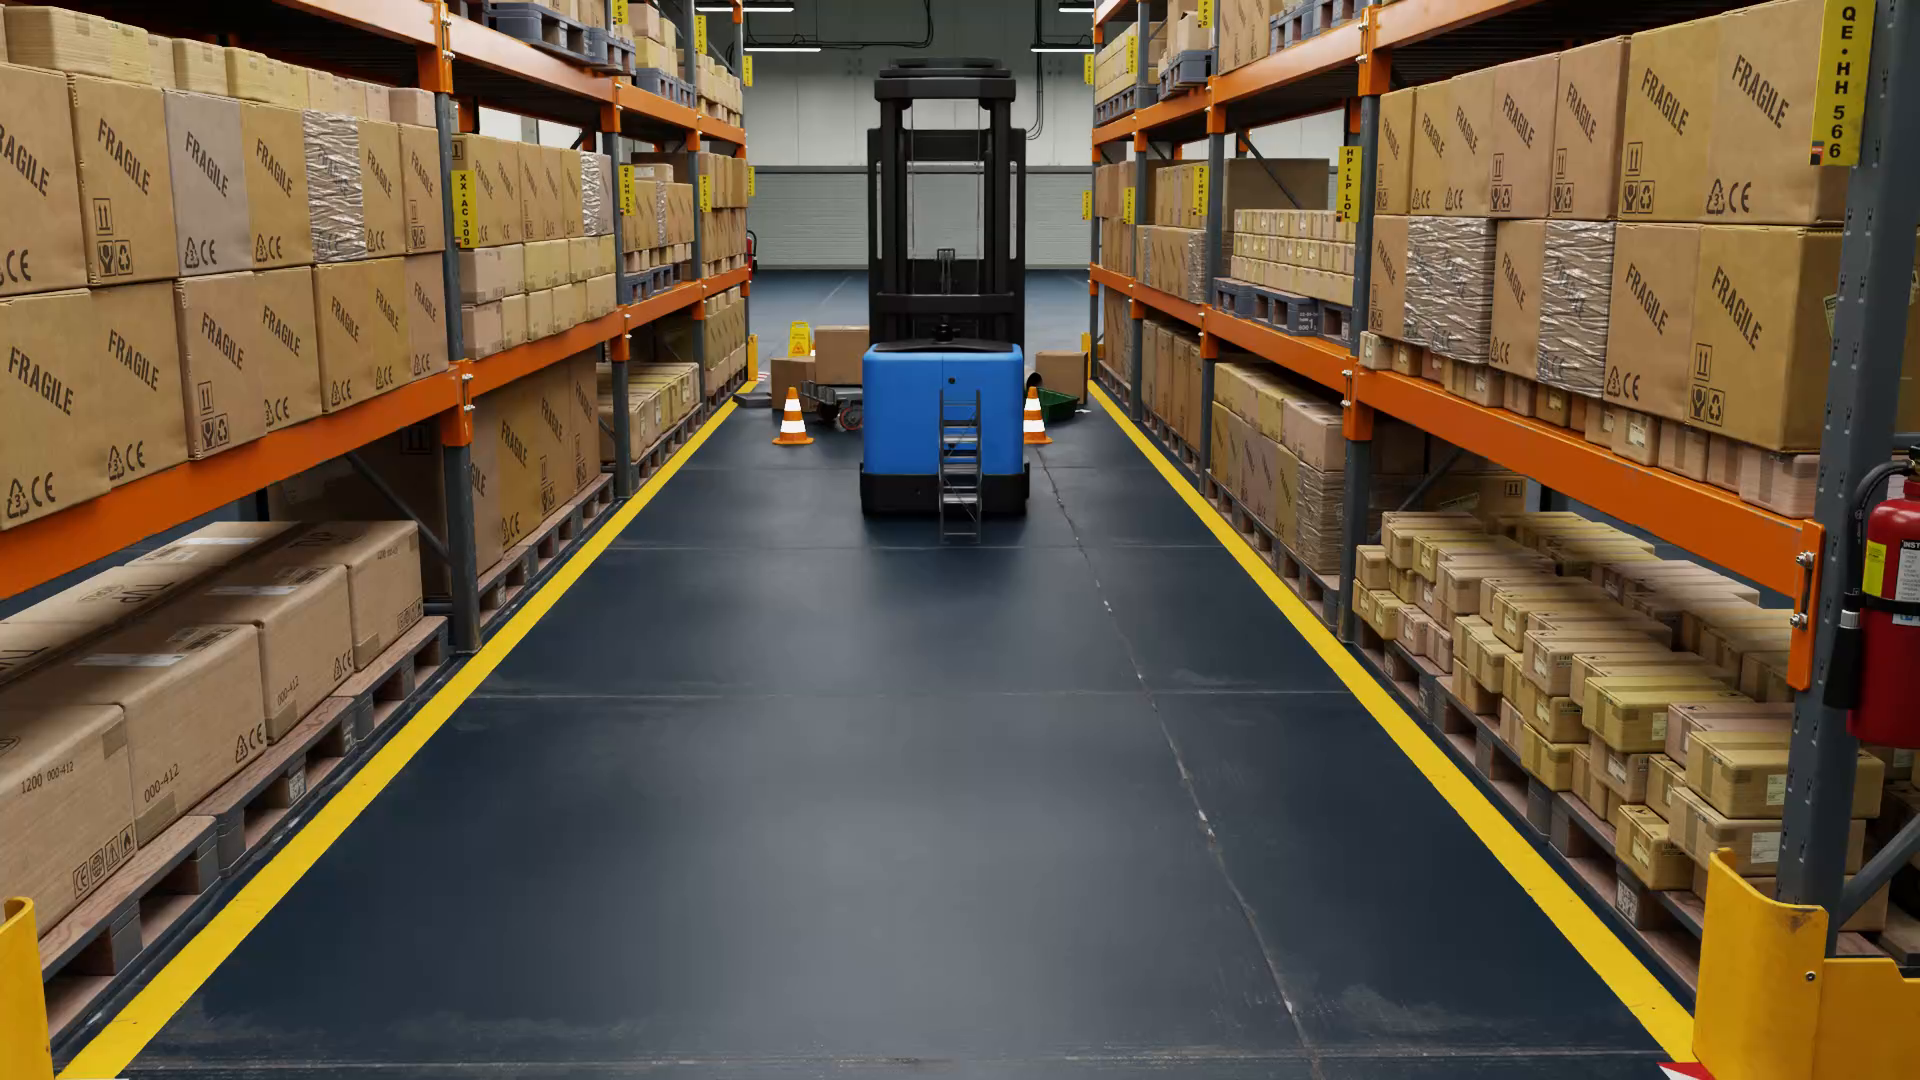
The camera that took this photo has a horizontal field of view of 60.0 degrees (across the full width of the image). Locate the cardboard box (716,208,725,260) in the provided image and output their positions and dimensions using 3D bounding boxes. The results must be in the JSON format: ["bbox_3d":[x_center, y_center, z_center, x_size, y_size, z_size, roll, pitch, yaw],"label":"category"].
[{"bbox_3d":[-2.611,-3.031,16.454,0.500,0.500,0.500,0,11,-2],"label":"cardboard box"}]

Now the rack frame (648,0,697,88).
[{"bbox_3d":[-2.849,-5.488,14.477,1.000,3.000,0.127,0,11,-1],"label":"rack frame"}]

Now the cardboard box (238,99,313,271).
[{"bbox_3d":[-2.374,-1.102,5.181,0.500,0.500,0.500,0,11,-1],"label":"cardboard box"}]

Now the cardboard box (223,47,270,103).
[{"bbox_3d":[-2.322,-1.399,5.015,0.380,0.149,0.250,-1,11,-3],"label":"cardboard box"}]

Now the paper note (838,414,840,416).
[{"bbox_3d":[-1.155,-1.205,15.922,0.148,0.019,0.142,0,11,-1],"label":"paper note"}]

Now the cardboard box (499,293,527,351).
[{"bbox_3d":[-2.441,-1.075,8.193,0.500,0.250,0.500,-1,11,-3],"label":"cardboard box"}]

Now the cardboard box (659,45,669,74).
[{"bbox_3d":[-2.687,-3.934,13.683,0.500,0.250,0.500,0,11,0],"label":"cardboard box"}]

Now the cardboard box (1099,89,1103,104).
[{"bbox_3d":[1.712,-4.815,18.029,0.380,0.149,0.250,0,11,-1],"label":"cardboard box"}]

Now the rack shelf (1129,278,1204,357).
[{"bbox_3d":[2.139,-1.838,13.384,1.077,0.370,4.000,0,11,-1],"label":"rack shelf"}]

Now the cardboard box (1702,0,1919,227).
[{"bbox_3d":[2.087,-0.978,3.819,0.500,0.500,0.500,0,11,-2],"label":"cardboard box"}]

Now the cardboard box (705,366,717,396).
[{"bbox_3d":[-2.592,-1.524,15.889,0.500,0.250,0.500,-1,11,-4],"label":"cardboard box"}]

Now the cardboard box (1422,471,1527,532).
[{"bbox_3d":[2.513,-0.127,8.370,0.500,0.500,0.500,0,11,1],"label":"cardboard box"}]

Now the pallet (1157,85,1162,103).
[{"bbox_3d":[2.166,-3.782,14.096,0.805,0.209,1.217,-1,11,-3],"label":"pallet"}]

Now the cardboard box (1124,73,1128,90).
[{"bbox_3d":[1.758,-4.363,15.798,0.380,0.149,0.250,0,11,0],"label":"cardboard box"}]

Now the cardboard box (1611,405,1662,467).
[{"bbox_3d":[2.040,-0.293,4.593,0.380,0.149,0.250,0,11,0],"label":"cardboard box"}]

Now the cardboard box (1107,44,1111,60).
[{"bbox_3d":[1.729,-5.056,17.209,0.380,0.149,0.250,0,11,-2],"label":"cardboard box"}]

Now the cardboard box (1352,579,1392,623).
[{"bbox_3d":[1.949,0.267,7.312,0.380,0.149,0.250,-1,11,-4],"label":"cardboard box"}]

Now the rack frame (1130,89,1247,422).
[{"bbox_3d":[2.098,-2.588,15.273,1.000,3.000,0.127,0,11,-1],"label":"rack frame"}]

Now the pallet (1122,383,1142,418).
[{"bbox_3d":[2.160,-1.373,16.296,1.003,0.211,1.213,0,11,-1],"label":"pallet"}]

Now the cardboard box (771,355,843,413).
[{"bbox_3d":[-1.511,-1.543,16.399,0.500,0.500,0.500,9,15,38],"label":"cardboard box"}]

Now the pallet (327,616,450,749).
[{"bbox_3d":[-2.747,0.561,6.765,1.003,0.211,1.213,0,11,-1],"label":"pallet"}]

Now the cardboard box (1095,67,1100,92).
[{"bbox_3d":[1.768,-5.084,18.349,0.500,0.250,0.500,0,11,-1],"label":"cardboard box"}]

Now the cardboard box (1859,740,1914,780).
[{"bbox_3d":[2.548,0.537,4.485,0.380,0.149,0.250,0,11,0],"label":"cardboard box"}]

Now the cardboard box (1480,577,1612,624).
[{"bbox_3d":[2.104,0.233,5.985,0.380,0.149,0.250,-1,11,-4],"label":"cardboard box"}]

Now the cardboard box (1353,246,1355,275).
[{"bbox_3d":[2.057,-1.305,7.773,0.380,0.149,0.250,0,11,1],"label":"cardboard box"}]

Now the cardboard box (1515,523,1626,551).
[{"bbox_3d":[2.575,0.022,7.024,0.380,0.149,0.250,0,11,0],"label":"cardboard box"}]

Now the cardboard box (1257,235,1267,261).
[{"bbox_3d":[2.011,-1.768,10.055,0.380,0.149,0.250,0,11,-1],"label":"cardboard box"}]

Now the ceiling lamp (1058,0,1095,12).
[{"bbox_3d":[3.004,-12.415,33.939,2.000,3.185,0.800,0,11,-1],"label":"ceiling lamp"}]

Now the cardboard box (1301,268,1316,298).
[{"bbox_3d":[2.031,-1.365,8.819,0.380,0.149,0.250,-1,11,-4],"label":"cardboard box"}]

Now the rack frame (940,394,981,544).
[{"bbox_3d":[0.002,-0.419,9.862,0.240,0.900,0.006,0,11,-1],"label":"rack frame"}]

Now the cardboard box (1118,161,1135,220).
[{"bbox_3d":[1.997,-3.373,16.049,0.875,0.550,0.550,0,11,-1],"label":"cardboard box"}]

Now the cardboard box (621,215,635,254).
[{"bbox_3d":[-2.545,-2.244,11.518,0.500,0.500,0.500,-1,11,-3],"label":"cardboard box"}]

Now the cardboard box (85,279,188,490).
[{"bbox_3d":[-2.363,-0.408,4.277,0.500,0.500,0.500,0,11,-2],"label":"cardboard box"}]

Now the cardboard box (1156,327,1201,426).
[{"bbox_3d":[2.216,-1.377,13.903,1.050,0.750,0.750,0,11,-1],"label":"cardboard box"}]

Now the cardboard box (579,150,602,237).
[{"bbox_3d":[-2.476,-2.088,10.041,0.500,0.500,0.500,0,11,0],"label":"cardboard box"}]

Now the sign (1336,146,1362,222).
[{"bbox_3d":[1.708,-1.562,7.304,0.100,0.325,0.005,0,11,-1],"label":"sign"}]

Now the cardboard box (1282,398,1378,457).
[{"bbox_3d":[1.997,-0.596,8.795,0.500,0.250,0.500,0,11,2],"label":"cardboard box"}]

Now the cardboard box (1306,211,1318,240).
[{"bbox_3d":[2.042,-1.657,8.762,0.380,0.149,0.250,-1,11,-3],"label":"cardboard box"}]

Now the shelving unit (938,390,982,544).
[{"bbox_3d":[0.000,-0.439,9.962,0.258,0.900,0.210,0,11,-1],"label":"shelving unit"}]

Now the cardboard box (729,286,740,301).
[{"bbox_3d":[-2.580,-2.656,17.947,0.380,0.149,0.250,0,11,0],"label":"cardboard box"}]

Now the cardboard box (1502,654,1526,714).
[{"bbox_3d":[2.026,0.482,5.506,0.380,0.149,0.250,0,11,2],"label":"cardboard box"}]

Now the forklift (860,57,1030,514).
[{"bbox_3d":[-0.087,-1.847,11.793,1.130,2.935,3.031,0,11,1],"label":"forklift"}]

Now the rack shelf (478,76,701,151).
[{"bbox_3d":[-2.808,-3.268,12.887,1.077,0.370,4.000,0,11,-1],"label":"rack shelf"}]

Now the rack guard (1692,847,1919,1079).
[{"bbox_3d":[2.344,1.007,3.838,1.175,0.500,0.348,0,11,-1],"label":"rack guard"}]

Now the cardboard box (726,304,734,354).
[{"bbox_3d":[-2.637,-2.206,17.364,0.500,0.500,0.500,-1,11,-2],"label":"cardboard box"}]

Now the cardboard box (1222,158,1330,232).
[{"bbox_3d":[2.181,-2.421,11.684,0.700,0.500,0.500,0,11,-1],"label":"cardboard box"}]

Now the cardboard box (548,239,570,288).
[{"bbox_3d":[-2.446,-1.522,9.137,0.500,0.250,0.500,-1,11,-3],"label":"cardboard box"}]

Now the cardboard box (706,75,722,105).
[{"bbox_3d":[-2.602,-4.381,16.193,0.500,0.250,0.500,0,11,-1],"label":"cardboard box"}]

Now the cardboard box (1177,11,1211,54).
[{"bbox_3d":[1.859,-3.681,12.030,0.500,0.311,0.500,0,11,-1],"label":"cardboard box"}]

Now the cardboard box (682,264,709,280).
[{"bbox_3d":[-2.535,-2.489,15.413,0.380,0.149,0.250,0,11,-1],"label":"cardboard box"}]

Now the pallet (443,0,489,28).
[{"bbox_3d":[-2.752,-2.516,7.853,0.805,0.209,1.217,-1,11,-3],"label":"pallet"}]

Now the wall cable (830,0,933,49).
[{"bbox_3d":[-2.341,-15.881,49.371,3.097,2.526,0.112,0,11,-1],"label":"wall cable"}]

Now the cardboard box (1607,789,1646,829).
[{"bbox_3d":[2.100,0.781,4.778,0.380,0.149,0.250,0,11,-1],"label":"cardboard box"}]

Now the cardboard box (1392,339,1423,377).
[{"bbox_3d":[2.021,-0.766,6.923,0.380,0.149,0.250,0,11,1],"label":"cardboard box"}]

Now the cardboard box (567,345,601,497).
[{"bbox_3d":[-2.835,-0.780,10.645,0.875,0.875,0.875,0,11,-2],"label":"cardboard box"}]
